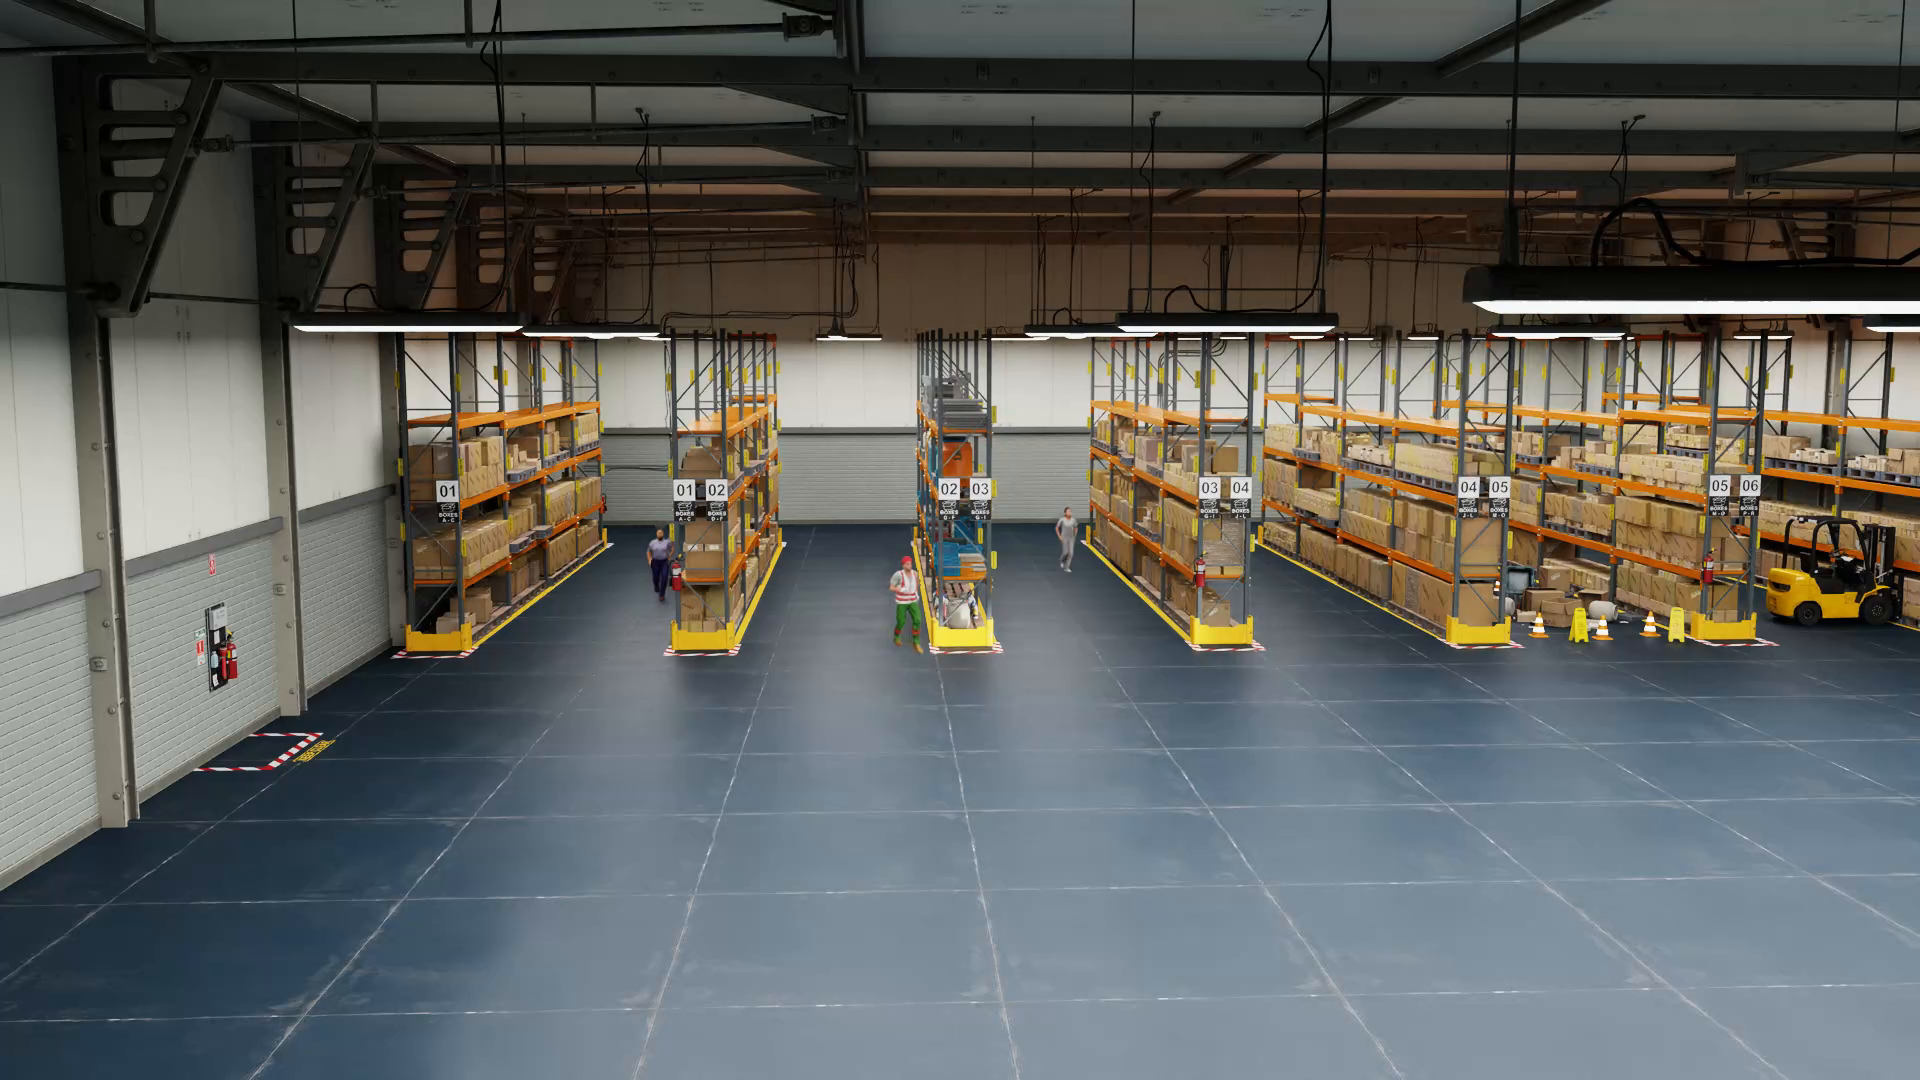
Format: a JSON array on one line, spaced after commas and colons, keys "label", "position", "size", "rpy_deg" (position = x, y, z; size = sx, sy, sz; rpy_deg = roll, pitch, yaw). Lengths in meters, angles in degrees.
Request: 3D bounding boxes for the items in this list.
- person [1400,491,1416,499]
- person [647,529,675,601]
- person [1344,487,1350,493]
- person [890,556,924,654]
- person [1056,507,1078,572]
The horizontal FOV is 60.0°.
[{"label": "person", "position": [13.170, -0.931, 49.148], "size": [0.930, 1.691, 0.605], "rpy_deg": [0, 7, 1]}, {"label": "person", "position": [-6.719, 0.545, 37.356], "size": [0.614, 1.609, 0.575], "rpy_deg": [-1, 7, -9]}, {"label": "person", "position": [10.770, -0.581, 46.196], "size": [0.663, 1.784, 0.895], "rpy_deg": [0, 7, -2]}, {"label": "person", "position": [-1.018, 1.193, 31.033], "size": [0.676, 1.820, 0.882], "rpy_deg": [-3, 7, -25]}, {"label": "person", "position": [2.700, 0.093, 41.887], "size": [0.573, 1.420, 0.536], "rpy_deg": [-1, 7, -12]}]
